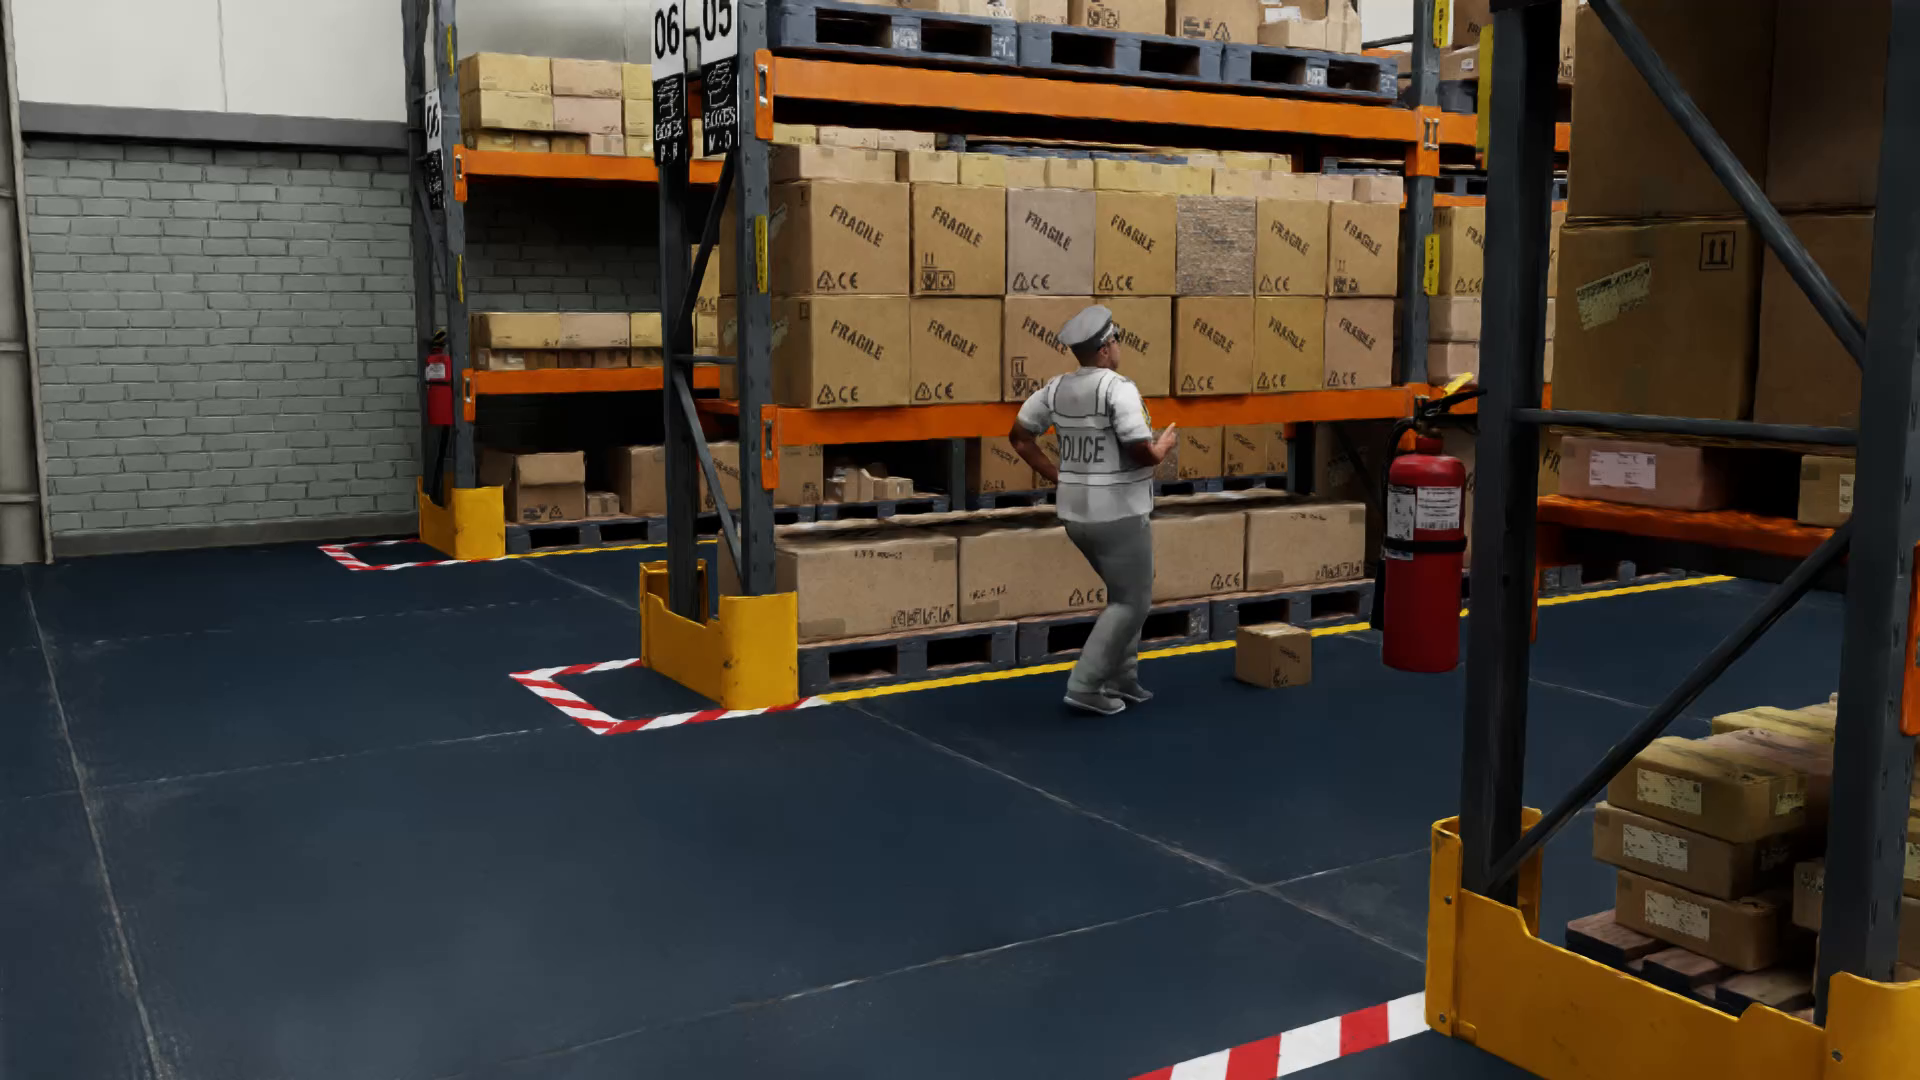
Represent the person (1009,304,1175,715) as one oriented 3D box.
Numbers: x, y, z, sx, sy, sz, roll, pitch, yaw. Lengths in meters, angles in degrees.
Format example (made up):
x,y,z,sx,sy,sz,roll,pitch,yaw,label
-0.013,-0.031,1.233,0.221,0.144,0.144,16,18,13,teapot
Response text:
x,y,z,sx,sy,sz,roll,pitch,yaw,label
0.649,-0.110,7.149,0.686,1.794,0.640,-5,9,-30,person
